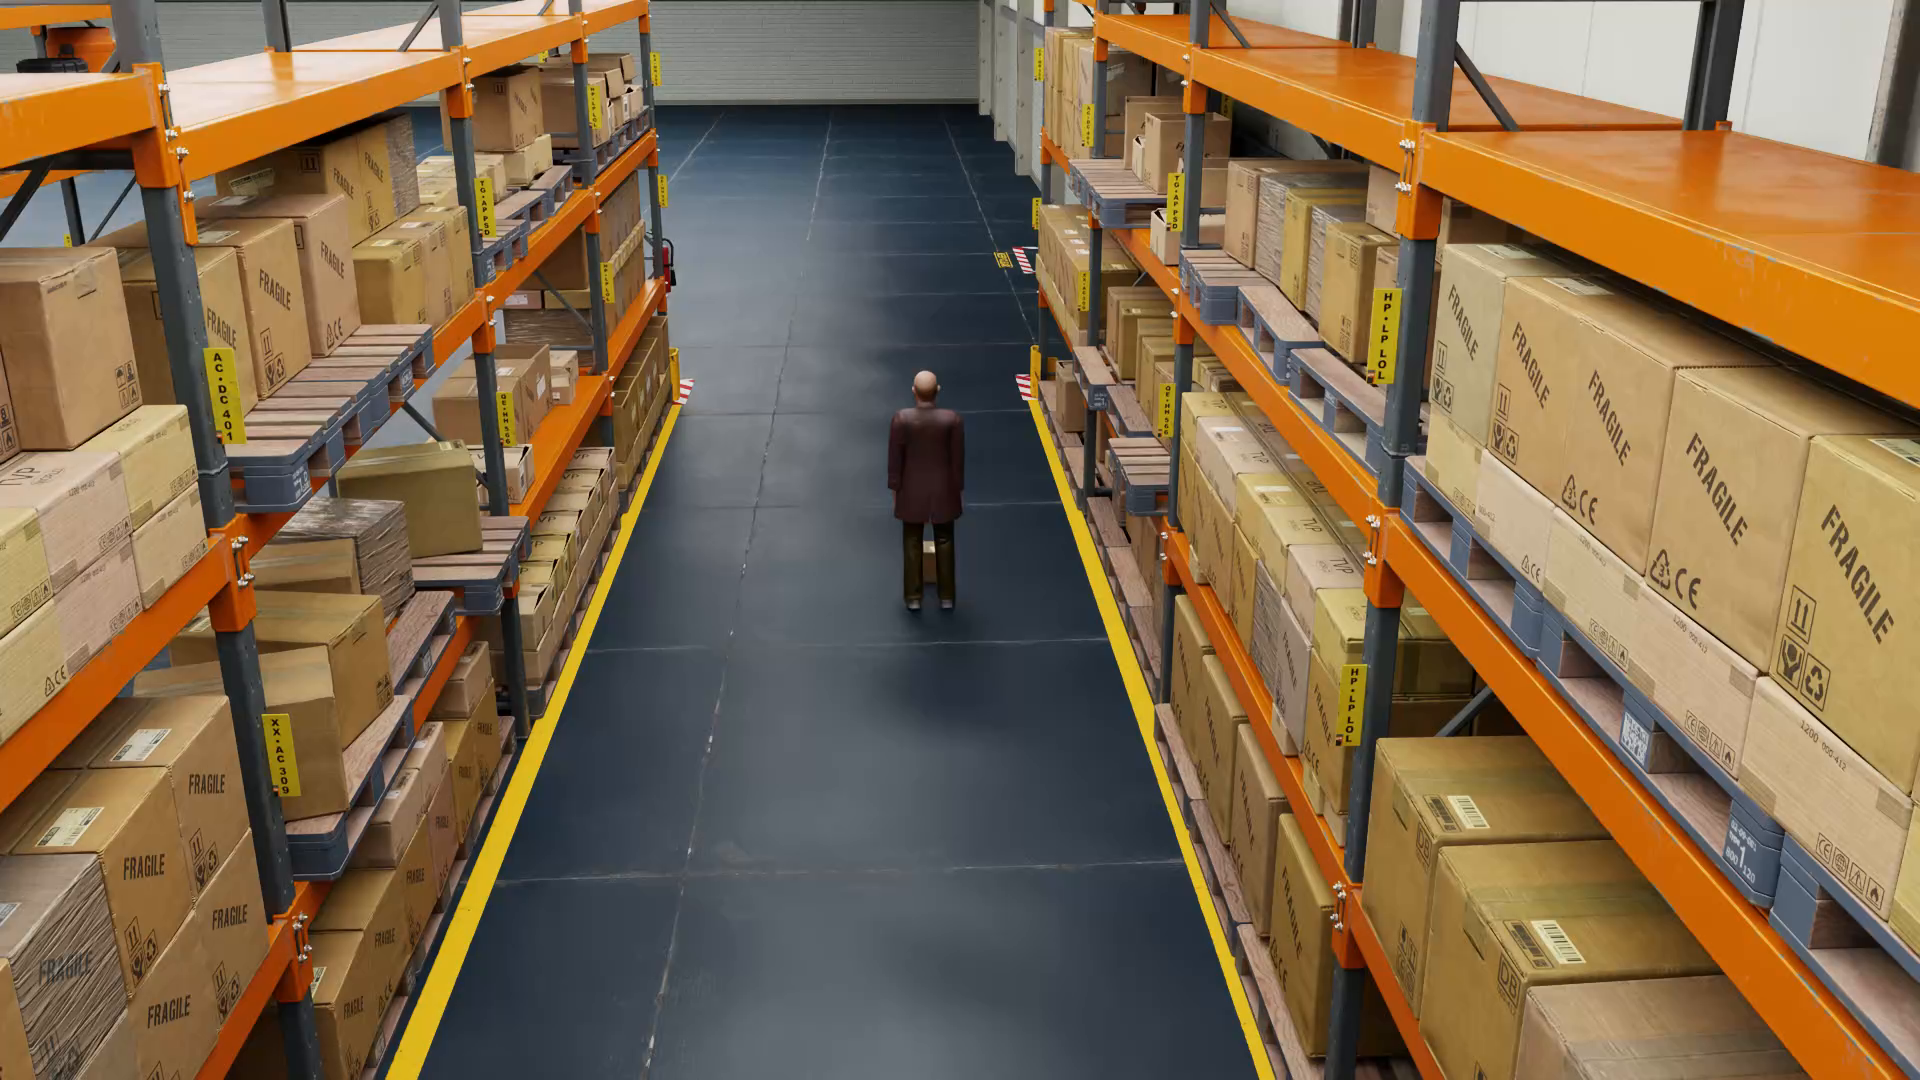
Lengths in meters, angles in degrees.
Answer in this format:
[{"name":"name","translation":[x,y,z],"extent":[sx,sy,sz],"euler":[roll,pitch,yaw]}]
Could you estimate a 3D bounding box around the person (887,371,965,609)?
[{"name":"person","translation":[-0.248,-0.369,12.119],"extent":[0.563,1.784,0.387],"euler":[-1,20,-2]}]
